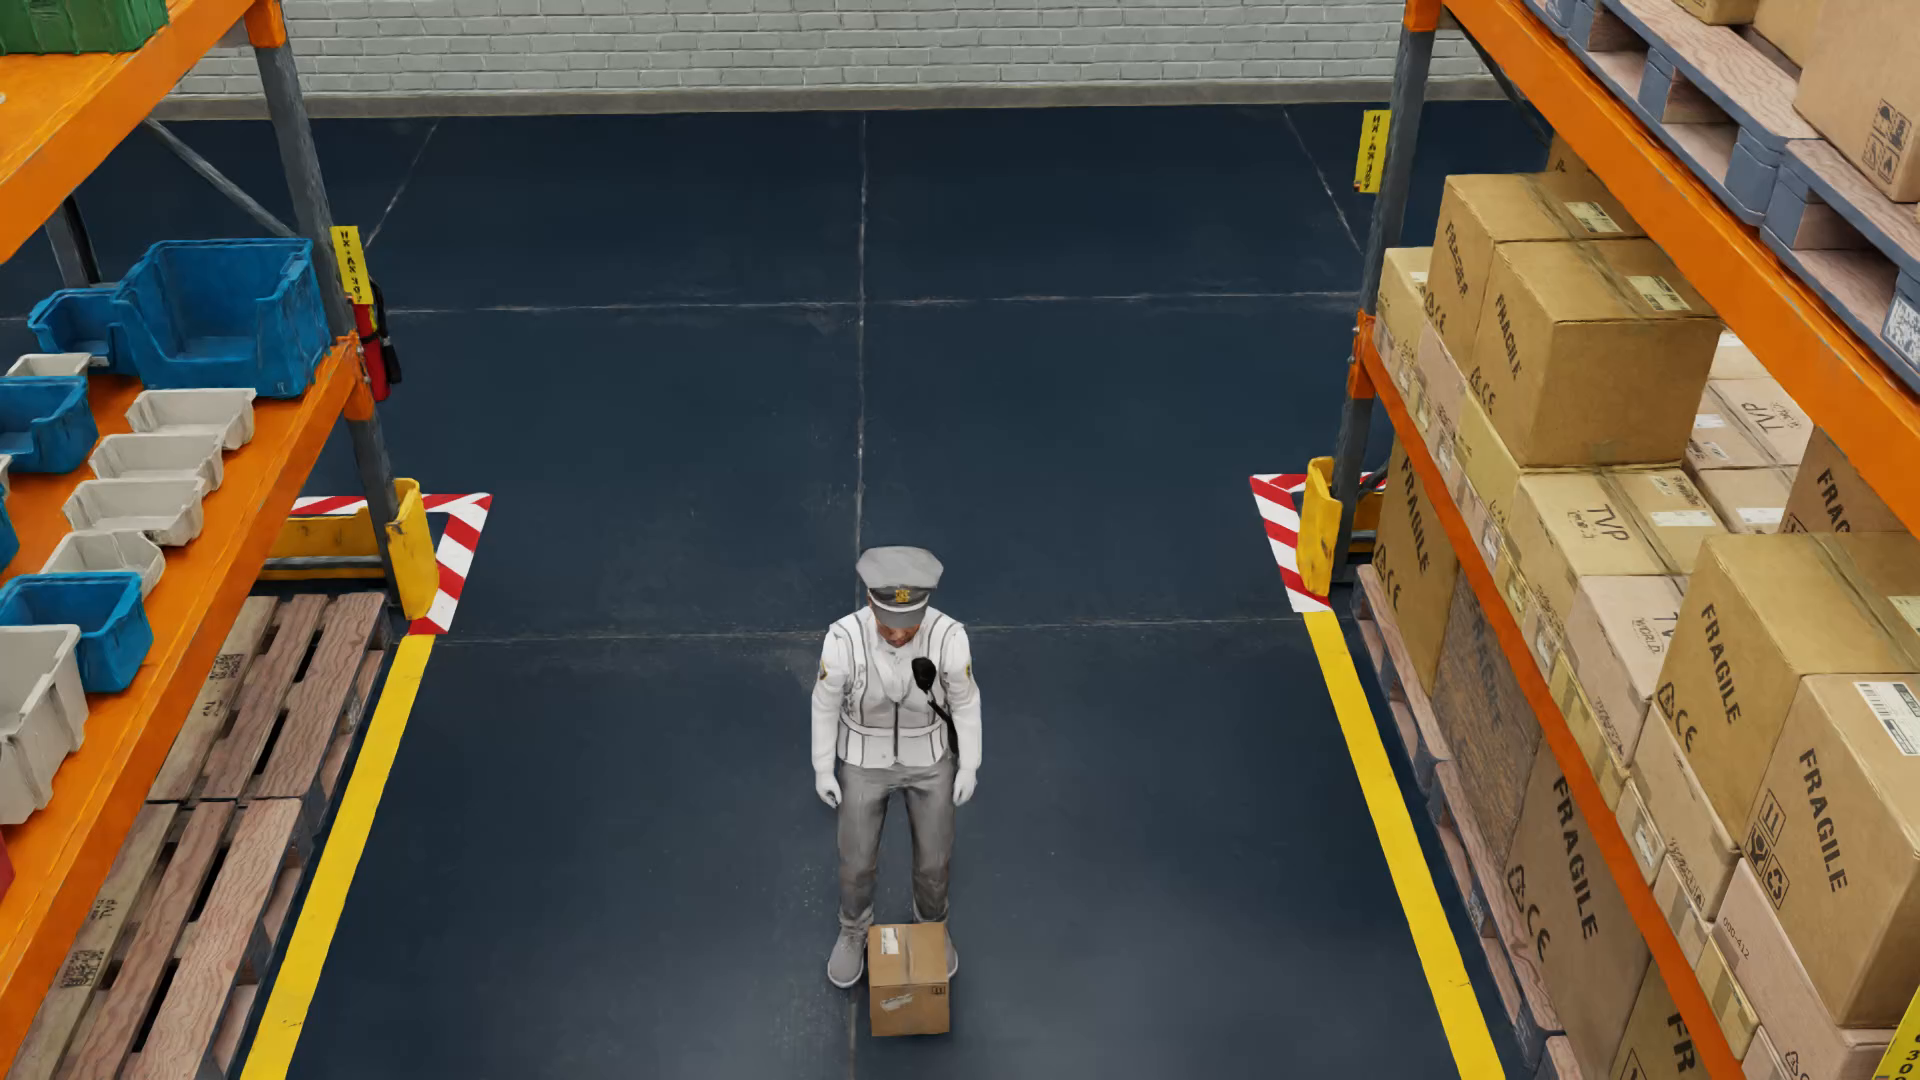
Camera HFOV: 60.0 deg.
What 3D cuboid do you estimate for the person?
[{"bbox_3d":[-0.194,0.703,5.155,0.527,1.663,0.376,-2,35,-2],"label":"person"}]
